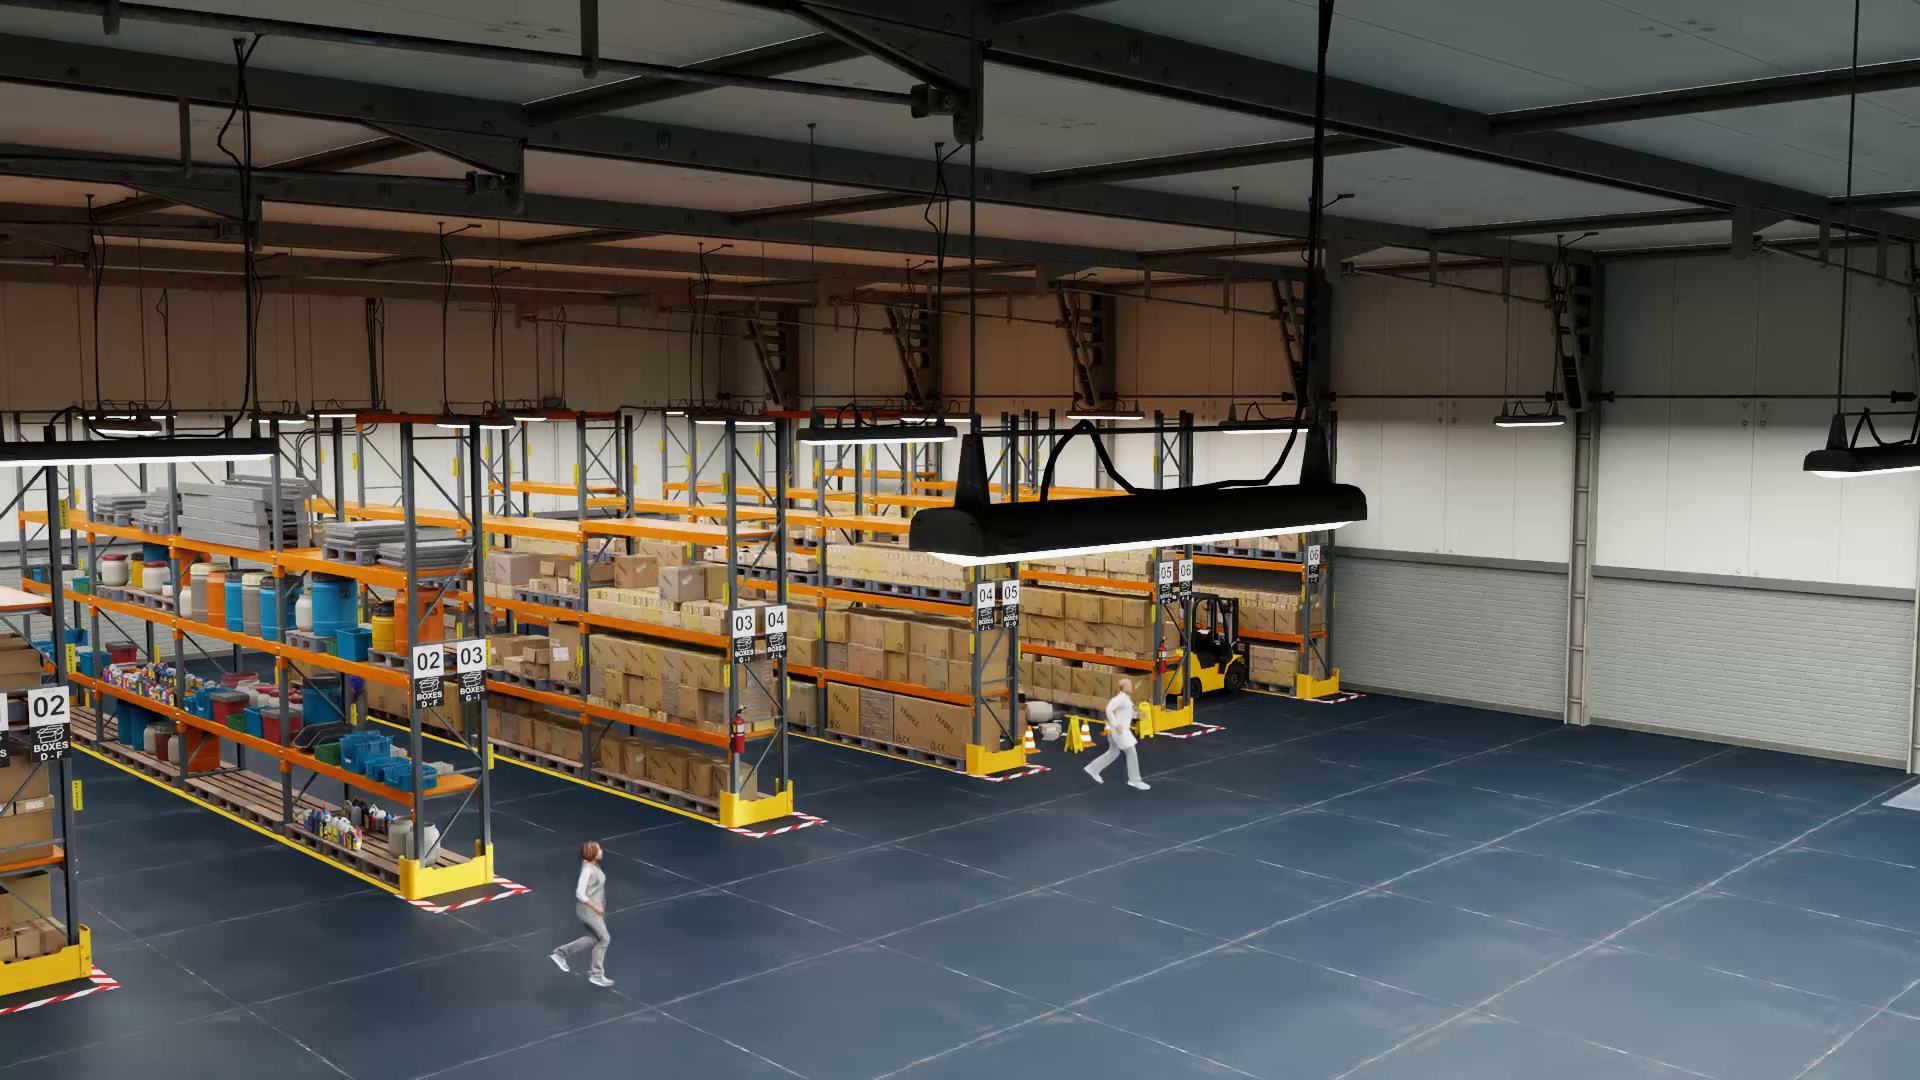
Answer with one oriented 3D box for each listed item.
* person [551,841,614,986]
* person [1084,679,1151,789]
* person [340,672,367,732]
[{"bbox_3d":[-4.058,4.012,17.823,0.659,1.592,0.555,-1,5,-9],"label":"person"},{"bbox_3d":[2.543,3.213,26.814,1.071,1.585,0.662,0,5,4],"label":"person"},{"bbox_3d":[-11.063,2.879,30.315,0.903,1.654,0.587,5,7,43],"label":"person"}]
